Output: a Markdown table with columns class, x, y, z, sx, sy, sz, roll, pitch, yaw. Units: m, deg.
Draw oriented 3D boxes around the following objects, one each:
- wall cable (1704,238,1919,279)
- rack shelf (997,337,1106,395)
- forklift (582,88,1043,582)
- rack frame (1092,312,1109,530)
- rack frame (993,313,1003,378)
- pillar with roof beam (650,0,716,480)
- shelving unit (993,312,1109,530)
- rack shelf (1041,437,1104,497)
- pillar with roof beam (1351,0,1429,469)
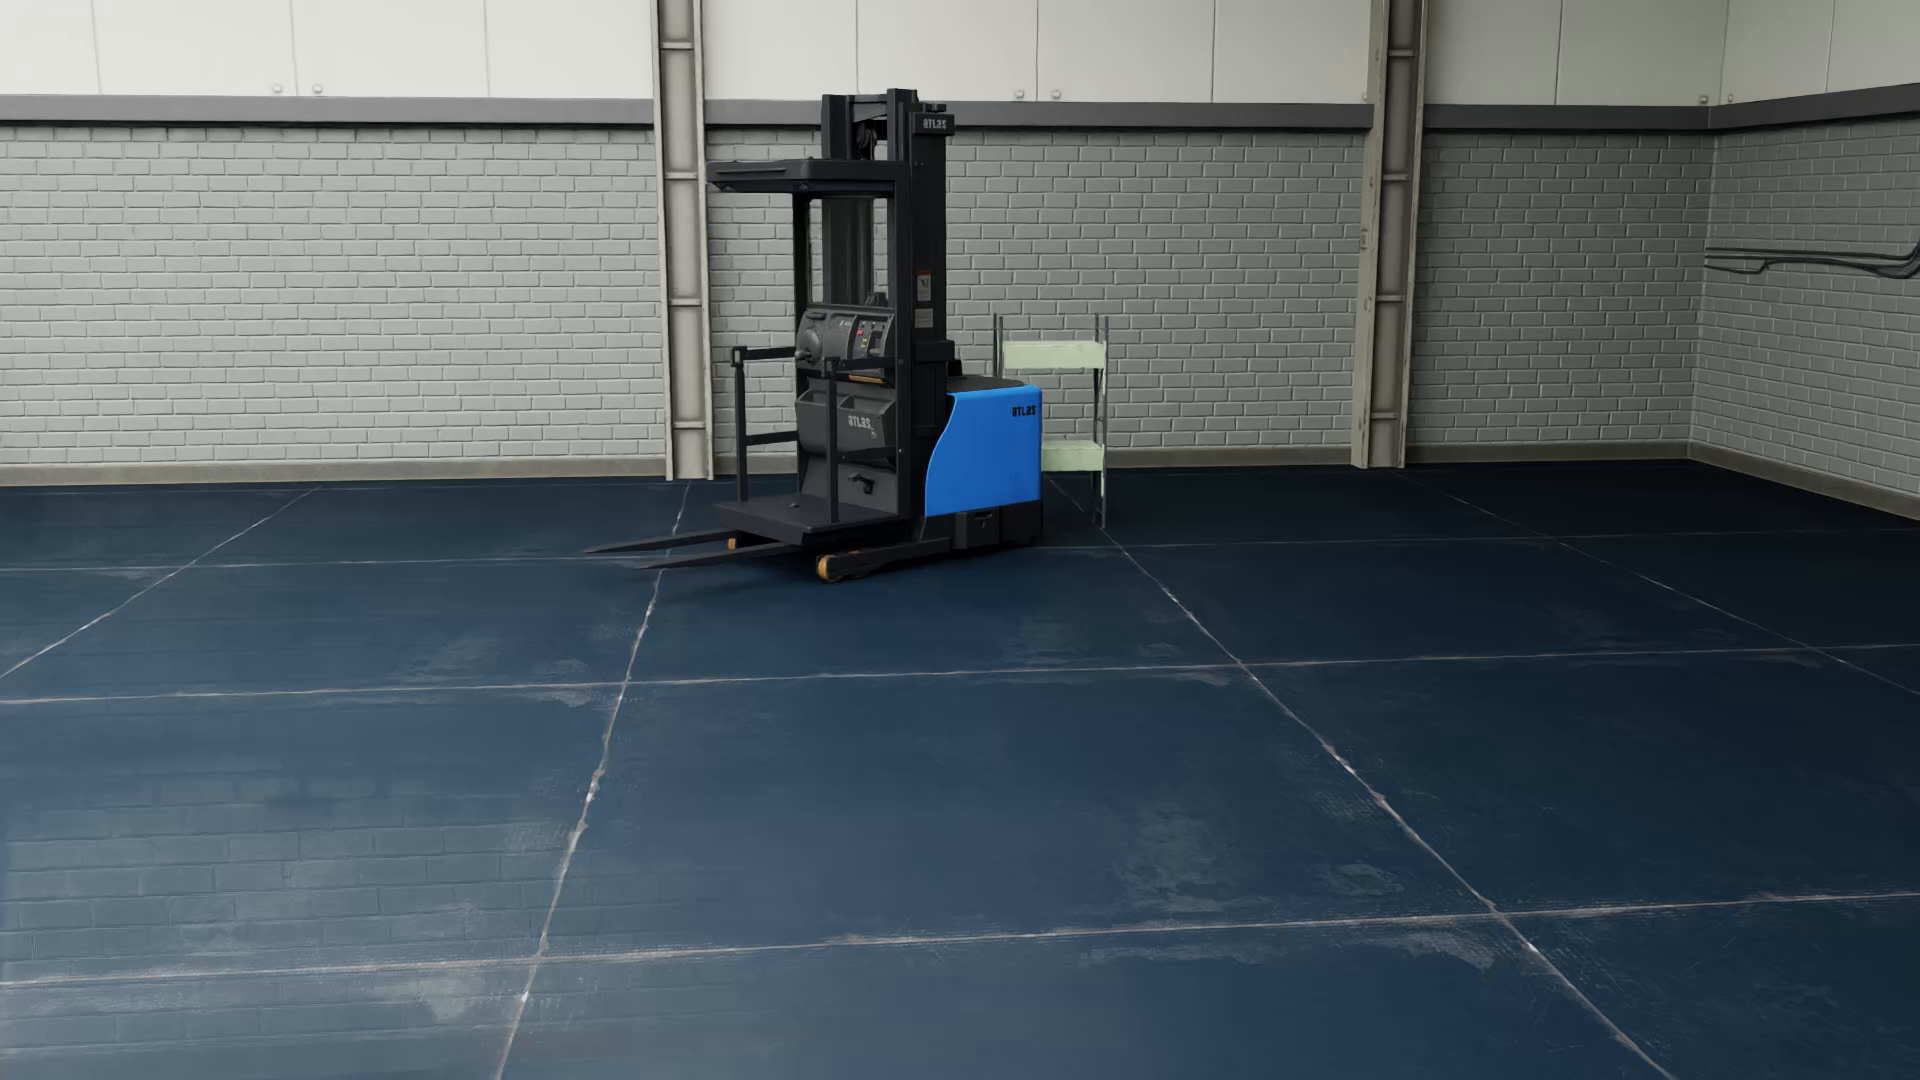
| class | x | y | z | sx | sy | sz | roll | pitch | yaw |
| --- | --- | --- | --- | --- | --- | --- | --- | --- | --- |
| wall cable | 6.762 | -3.356 | 13.162 | 0.112 | 2.526 | 3.097 | -1 | 11 | -6 |
| rack shelf | 0.629 | -1.221 | 11.669 | 0.720 | 0.370 | 0.431 | -1 | 11 | -6 |
| forklift | -0.887 | -1.298 | 10.372 | 3.031 | 2.935 | 1.130 | -9 | 15 | -40 |
| rack frame | 0.993 | -0.845 | 11.780 | 0.023 | 1.500 | 0.400 | -1 | 11 | -6 |
| rack frame | 0.265 | -0.831 | 11.708 | 0.023 | 1.500 | 0.400 | -1 | 11 | -6 |
| pillar with roof beam | -1.810 | -4.122 | 9.005 | 0.400 | 9.000 | 9.100 | -1 | 11 | -6 |
| shelving unit | 0.629 | -0.838 | 11.744 | 0.755 | 1.500 | 0.431 | -1 | 11 | -6 |
| rack shelf | 0.629 | -0.518 | 11.807 | 0.720 | 0.370 | 0.431 | -1 | 11 | -6 |
| pillar with roof beam | 4.155 | -4.247 | 9.641 | 0.400 | 9.000 | 9.100 | -1 | 11 | -6 |
